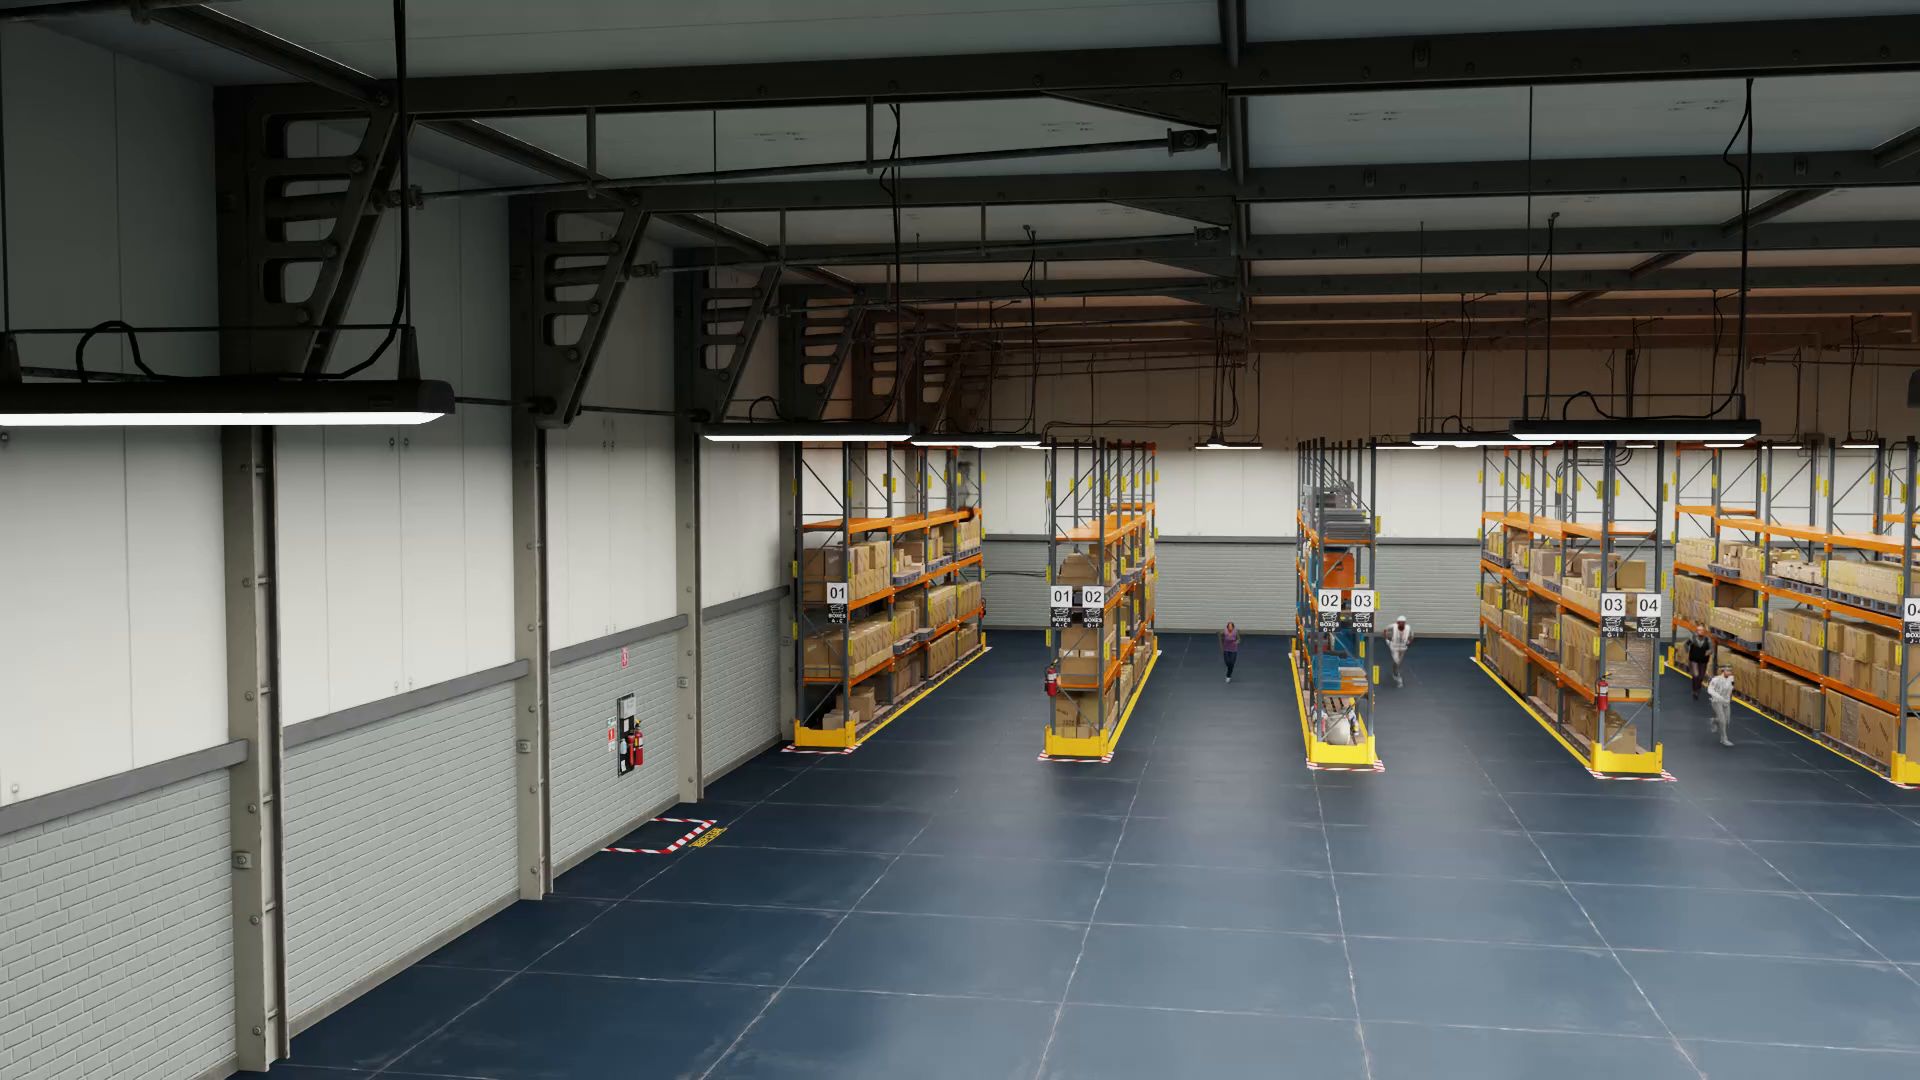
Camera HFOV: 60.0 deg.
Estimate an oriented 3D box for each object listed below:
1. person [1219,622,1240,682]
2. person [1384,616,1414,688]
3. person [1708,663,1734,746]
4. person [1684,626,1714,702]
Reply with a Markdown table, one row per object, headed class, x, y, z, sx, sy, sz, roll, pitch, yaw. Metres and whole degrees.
| class | x | y | z | sx | sy | sz | roll | pitch | yaw |
| --- | --- | --- | --- | --- | --- | --- | --- | --- | --- |
| person | 6.693 | 2.784 | 41.309 | 0.525 | 1.528 | 0.664 | 0 | 3 | 6 |
| person | 10.744 | 2.722 | 40.809 | 0.701 | 1.786 | 0.965 | 0 | 3 | 0 |
| person | 14.910 | 3.195 | 32.636 | 0.606 | 1.634 | 0.710 | 0 | 3 | -5 |
| person | 17.049 | 2.849 | 38.359 | 0.578 | 1.762 | 0.893 | 0 | 3 | 9 |
